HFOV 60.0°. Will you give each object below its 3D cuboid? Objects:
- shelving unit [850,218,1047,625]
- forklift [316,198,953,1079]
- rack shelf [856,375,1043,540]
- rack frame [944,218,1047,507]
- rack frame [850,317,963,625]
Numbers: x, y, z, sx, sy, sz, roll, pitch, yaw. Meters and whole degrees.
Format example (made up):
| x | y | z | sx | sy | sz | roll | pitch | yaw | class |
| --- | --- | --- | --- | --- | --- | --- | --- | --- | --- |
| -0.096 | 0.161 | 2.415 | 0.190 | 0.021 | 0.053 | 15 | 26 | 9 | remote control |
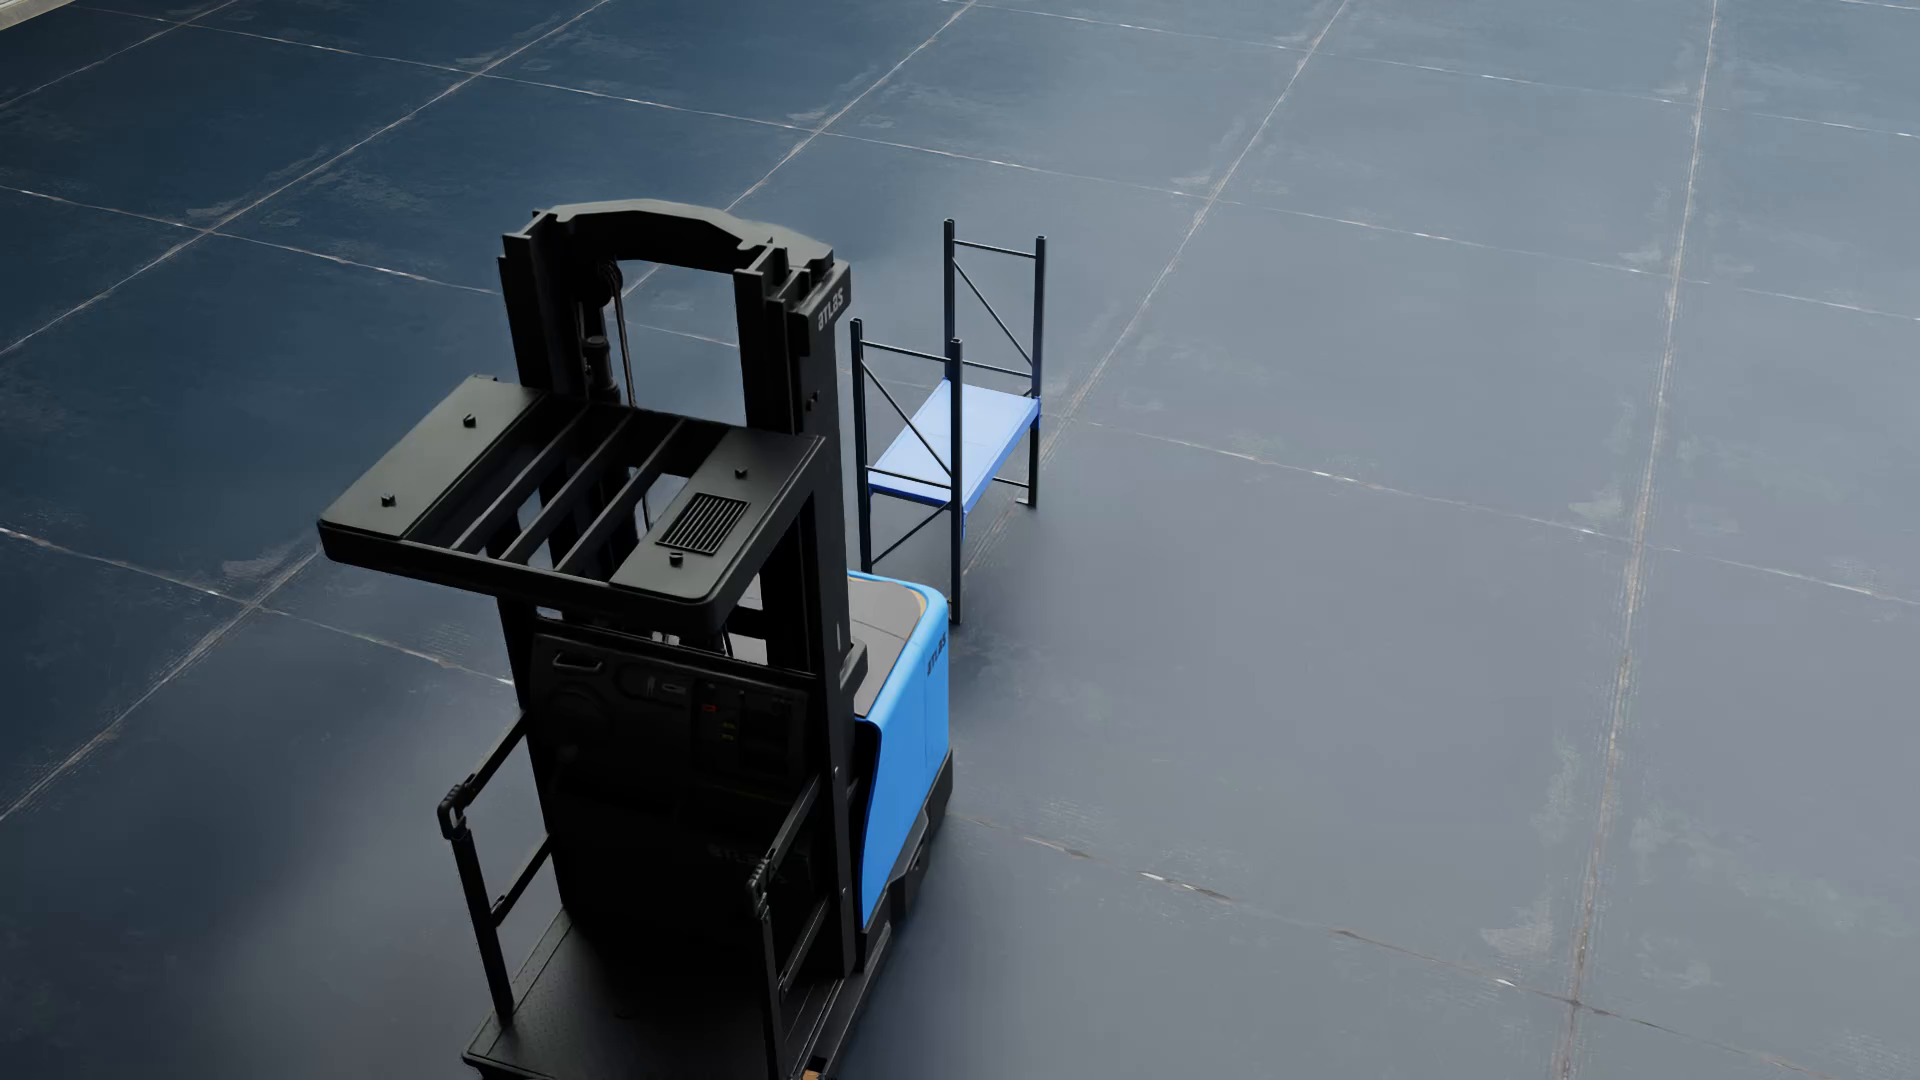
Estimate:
| x | y | z | sx | sy | sz | roll | pitch | yaw | class |
| --- | --- | --- | --- | --- | --- | --- | --- | --- | --- |
| -0.032 | -0.553 | 7.738 | 0.538 | 1.500 | 1.048 | 14 | 39 | 18 | shelving unit |
| -0.968 | 0.619 | 4.974 | 1.130 | 2.935 | 3.031 | 11 | 38 | 14 | forklift |
| -0.032 | -0.409 | 7.845 | 0.538 | 0.185 | 1.000 | 14 | 39 | 18 | rack shelf |
| 0.161 | -0.835 | 8.114 | 0.500 | 1.500 | 0.032 | 14 | 39 | 18 | rack frame |
| -0.226 | -0.272 | 7.361 | 0.500 | 1.500 | 0.032 | 14 | 39 | 18 | rack frame |
